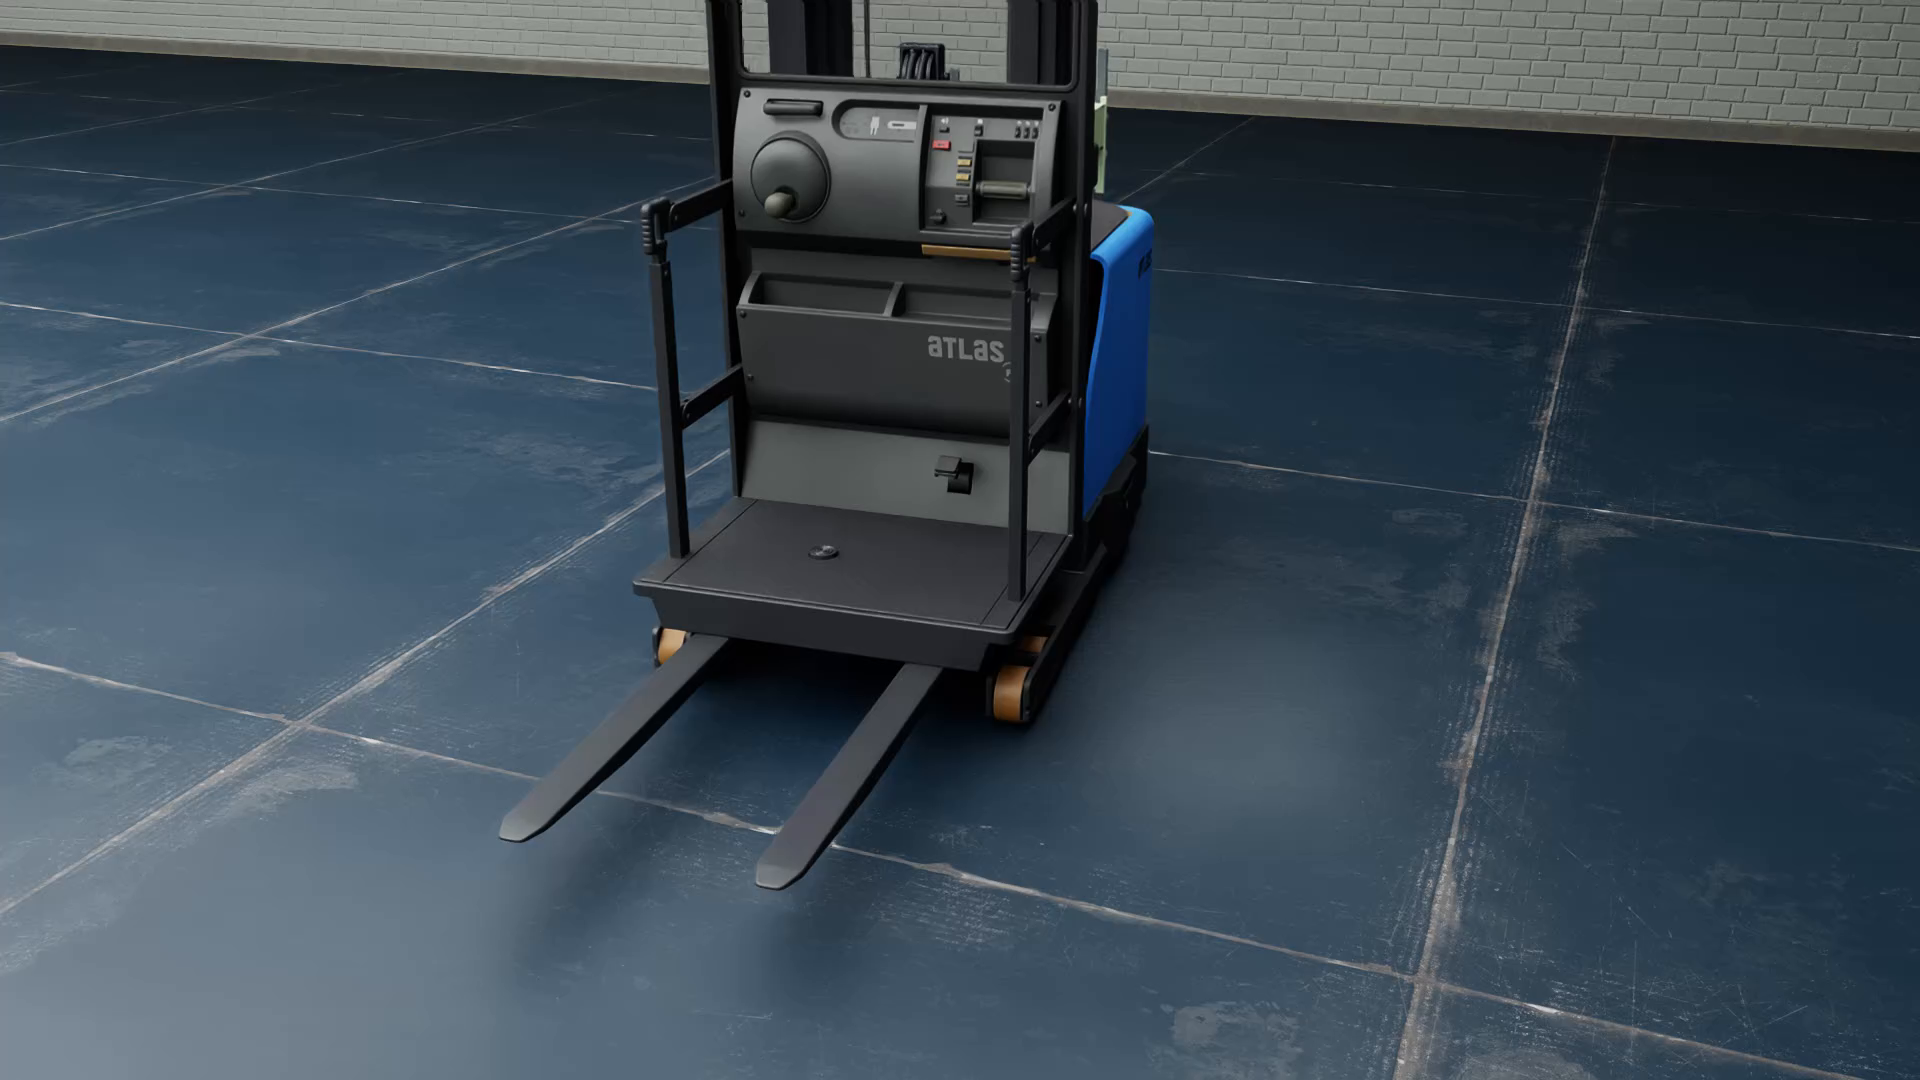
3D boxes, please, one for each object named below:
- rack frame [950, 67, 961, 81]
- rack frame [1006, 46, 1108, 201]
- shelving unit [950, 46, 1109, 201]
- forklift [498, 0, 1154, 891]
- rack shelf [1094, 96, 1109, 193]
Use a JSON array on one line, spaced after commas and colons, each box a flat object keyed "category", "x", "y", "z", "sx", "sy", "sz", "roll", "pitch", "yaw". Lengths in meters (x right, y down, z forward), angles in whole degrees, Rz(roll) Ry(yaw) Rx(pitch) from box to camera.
[{"category": "rack frame", "x": 0.158, "y": -0.935, "z": 6.043, "sx": 0.400, "sy": 1.500, "sz": 0.023, "roll": 7, "pitch": 24, "yaw": 16}, {"category": "rack frame", "x": 0.373, "y": -1.205, "z": 6.688, "sx": 0.400, "sy": 1.500, "sz": 0.023, "roll": 7, "pitch": 24, "yaw": 16}, {"category": "shelving unit", "x": 0.265, "y": -1.070, "z": 6.365, "sx": 0.431, "sy": 1.500, "sz": 0.755, "roll": 7, "pitch": 24, "yaw": 16}, {"category": "forklift", "x": -0.244, "y": -1.020, "z": 4.388, "sx": 1.130, "sy": 2.935, "sz": 3.031, "roll": 7, "pitch": 24, "yaw": 16}, {"category": "rack shelf", "x": 0.265, "y": -1.430, "z": 6.215, "sx": 0.431, "sy": 0.370, "sz": 0.720, "roll": 7, "pitch": 24, "yaw": 16}]
